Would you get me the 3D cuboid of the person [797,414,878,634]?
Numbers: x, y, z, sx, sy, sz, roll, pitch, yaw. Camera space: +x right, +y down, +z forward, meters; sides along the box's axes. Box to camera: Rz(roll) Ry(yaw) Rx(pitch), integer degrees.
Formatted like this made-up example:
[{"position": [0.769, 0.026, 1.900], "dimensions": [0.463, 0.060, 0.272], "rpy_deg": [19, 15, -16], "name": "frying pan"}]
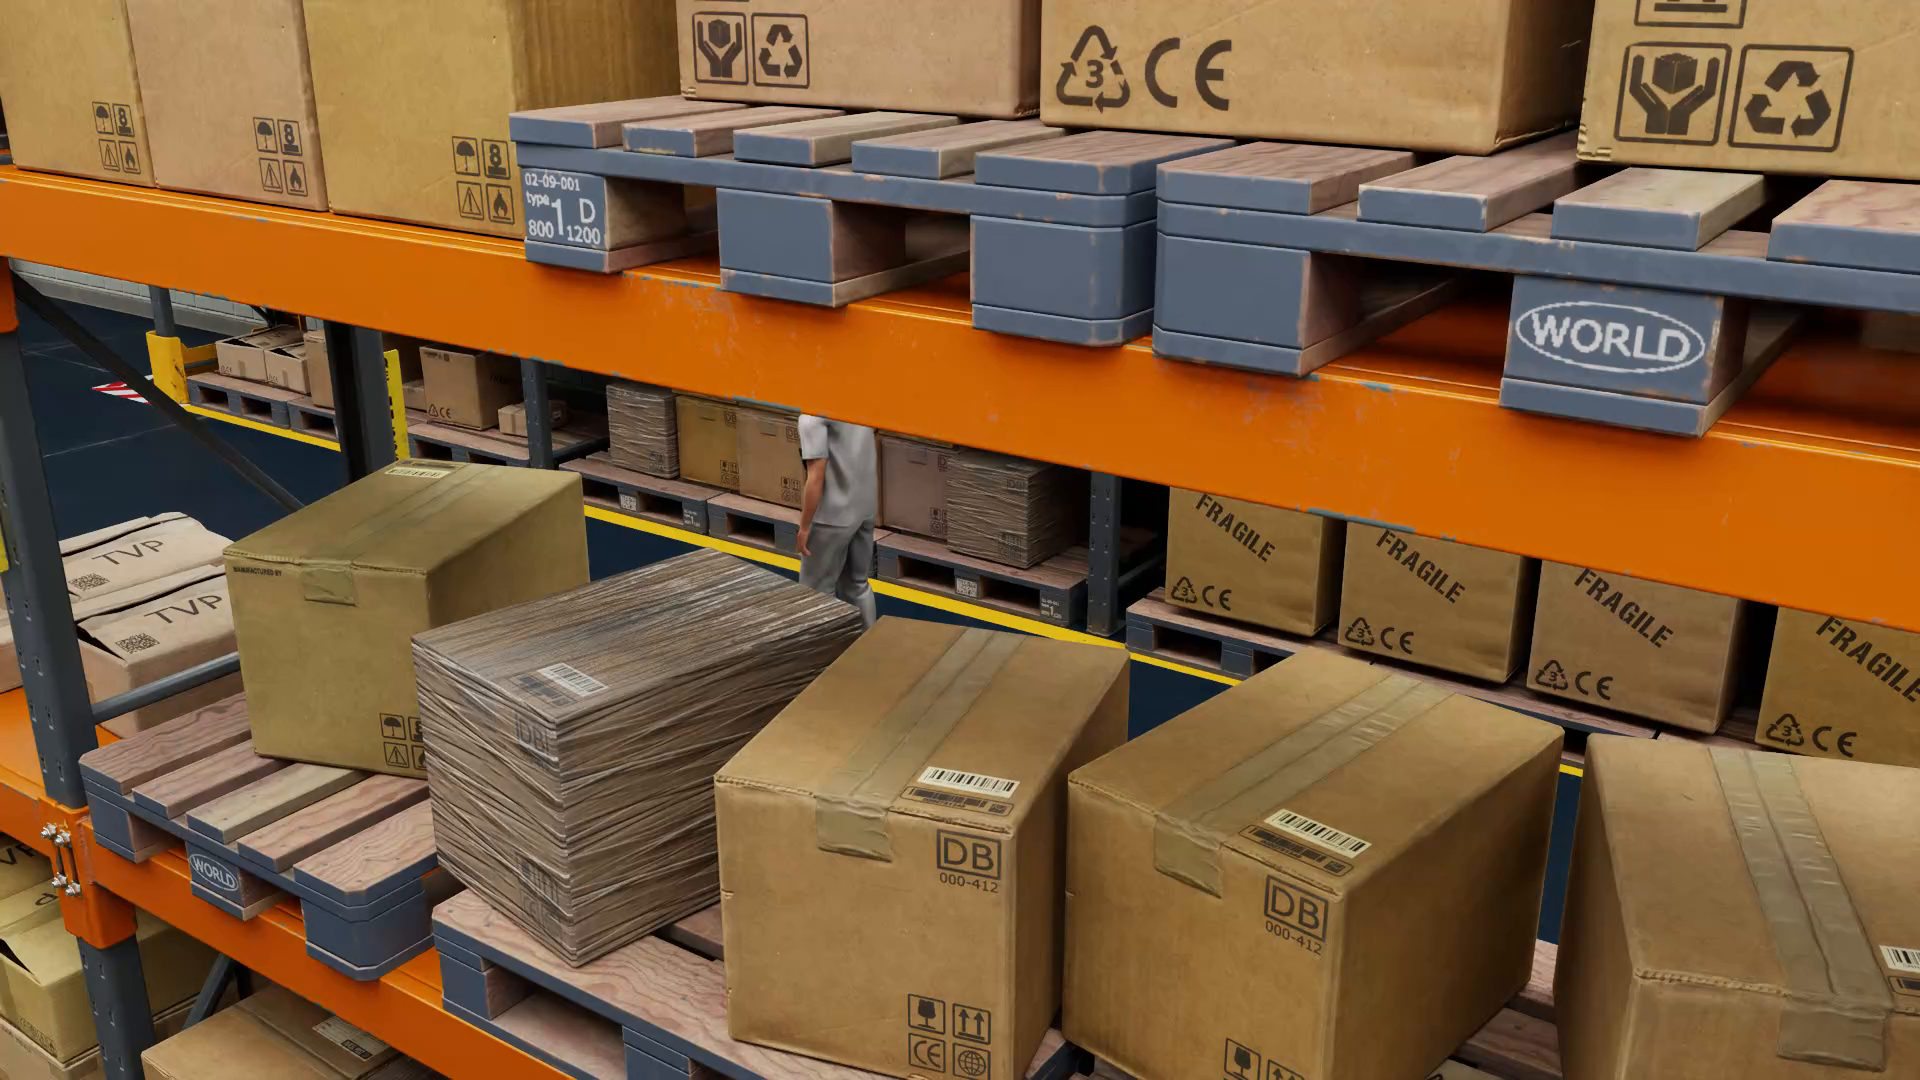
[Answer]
[{"position": [-0.576, -0.108, 7.377], "dimensions": [0.417, 1.671, 0.512], "rpy_deg": [11, 23, 28], "name": "person"}]
